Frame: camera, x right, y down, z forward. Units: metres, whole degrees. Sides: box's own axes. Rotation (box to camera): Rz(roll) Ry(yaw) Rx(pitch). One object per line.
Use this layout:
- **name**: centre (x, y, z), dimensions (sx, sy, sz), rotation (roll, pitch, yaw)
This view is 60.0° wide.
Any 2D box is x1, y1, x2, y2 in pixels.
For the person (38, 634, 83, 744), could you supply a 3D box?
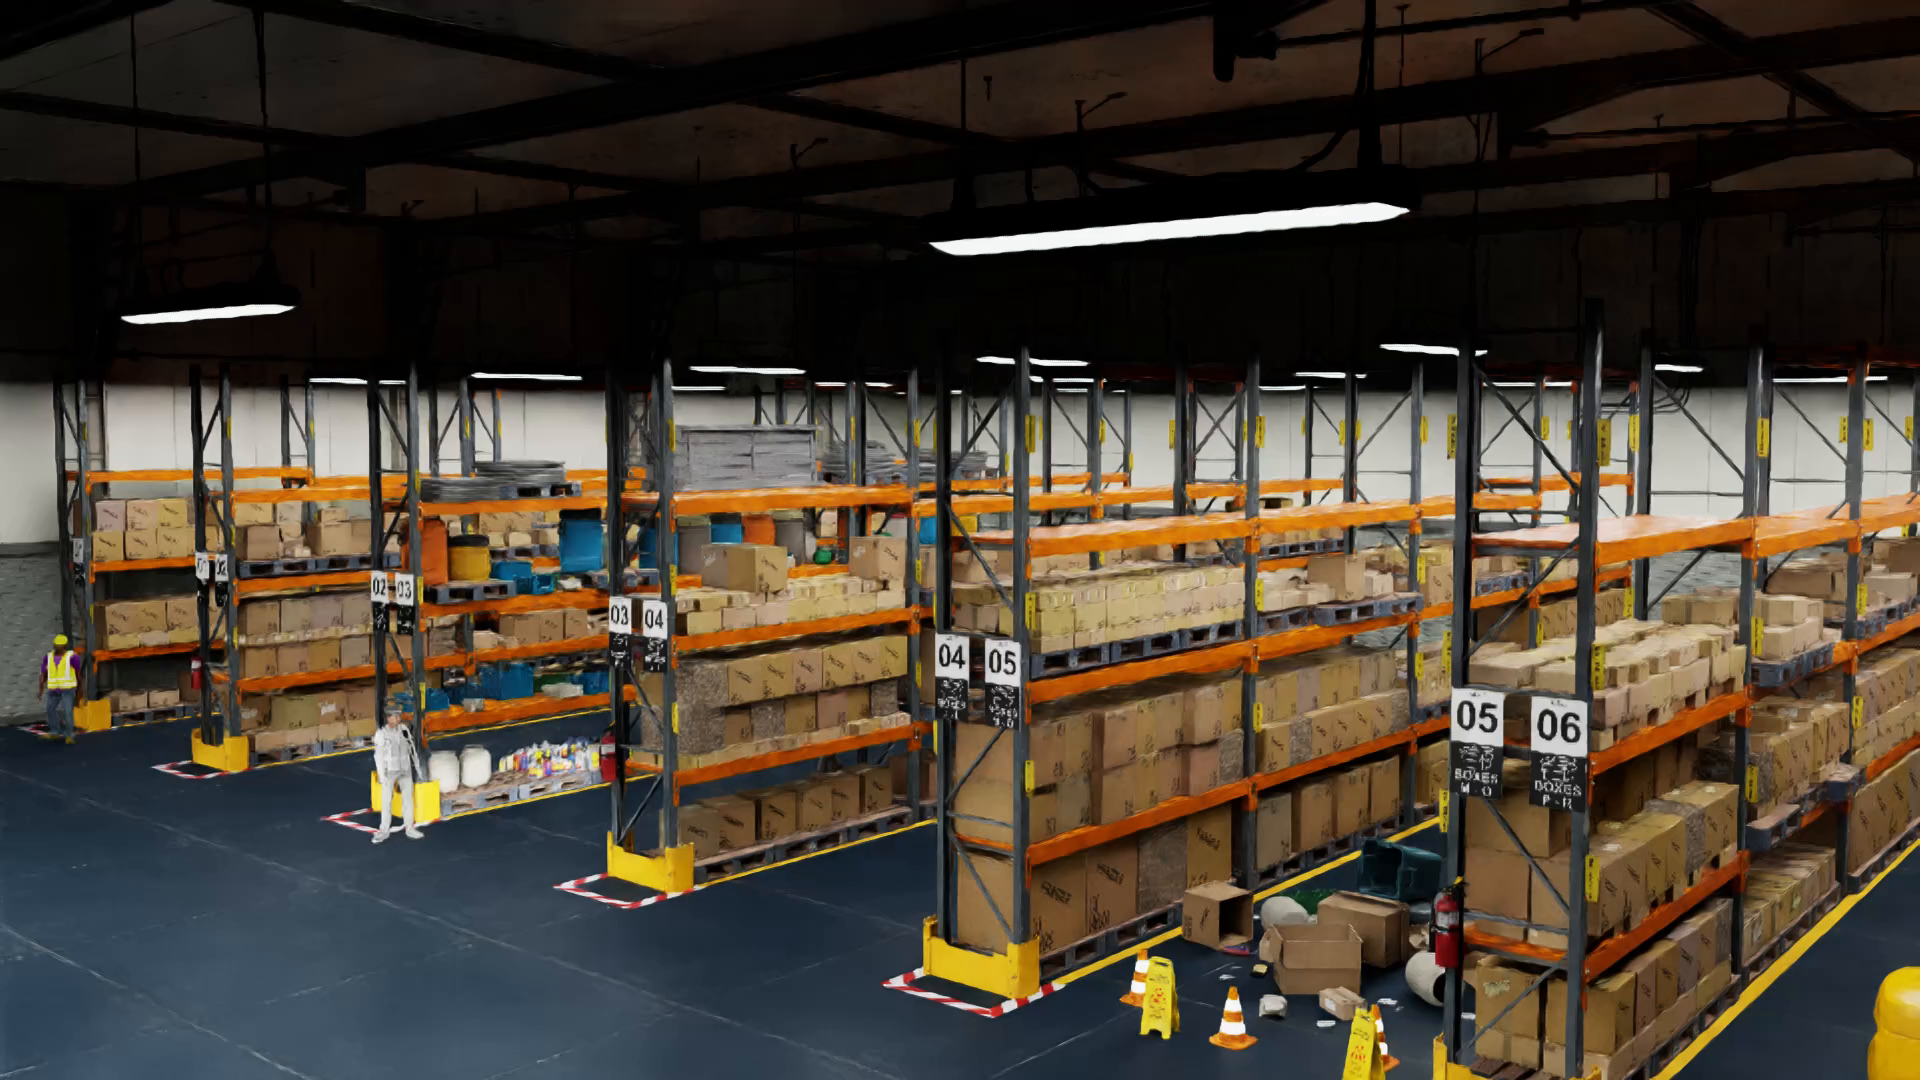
- **person**: centre (-14.469, 2.368, 26.628), dimensions (0.743, 1.761, 0.501), rotation (0, 4, -4)

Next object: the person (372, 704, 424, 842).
- **person**: centre (-6.914, 2.837, 20.401), dimensions (0.625, 1.679, 0.372), rotation (-3, 5, -40)

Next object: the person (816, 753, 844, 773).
- **person**: centre (-1.871, 2.765, 22.756), dimensions (0.449, 1.469, 1.060), rotation (4, 6, 43)
